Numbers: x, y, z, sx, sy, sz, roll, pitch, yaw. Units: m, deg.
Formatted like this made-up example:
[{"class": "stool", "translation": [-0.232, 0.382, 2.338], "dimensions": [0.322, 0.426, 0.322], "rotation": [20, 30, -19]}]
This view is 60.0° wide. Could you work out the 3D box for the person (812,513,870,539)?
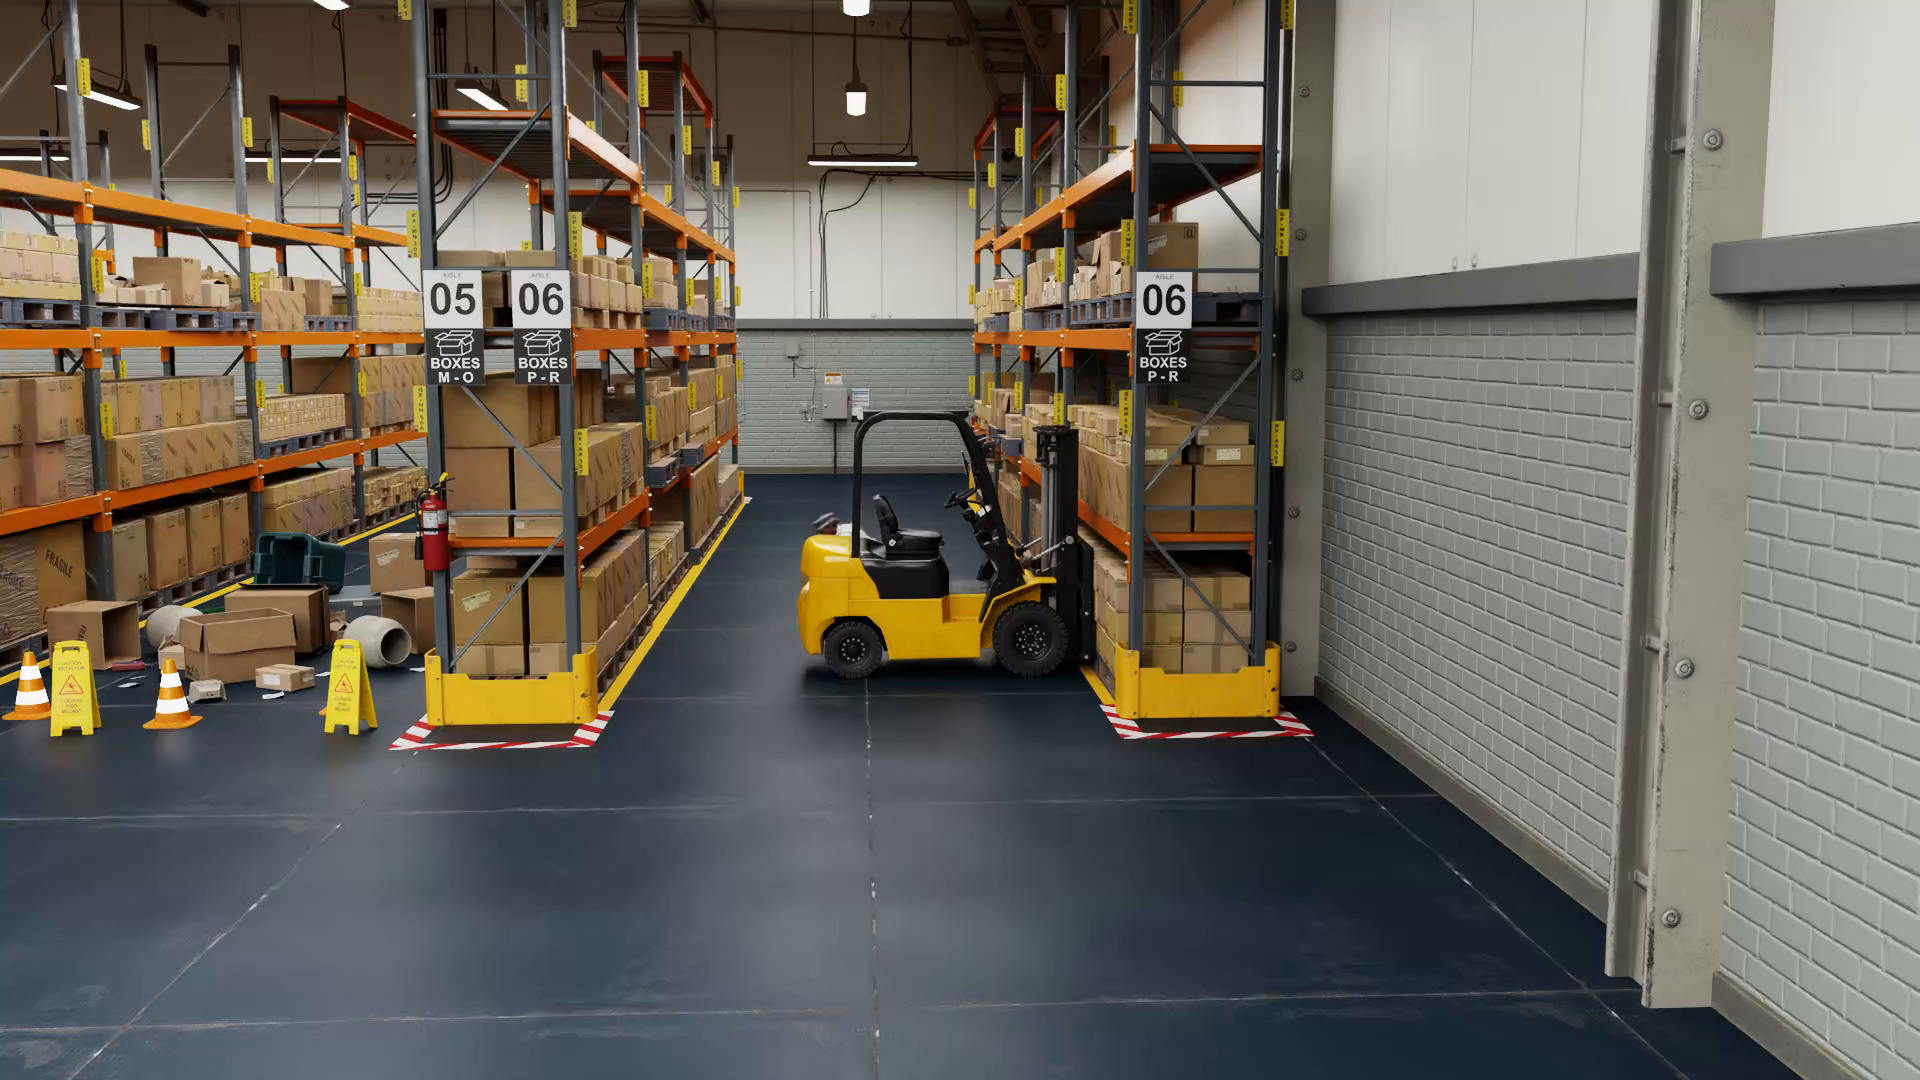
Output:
[{"class": "person", "translation": [-1.175, 0.183, 17.243], "dimensions": [0.843, 0.954, 0.493], "rotation": [0, 7, -4]}]
